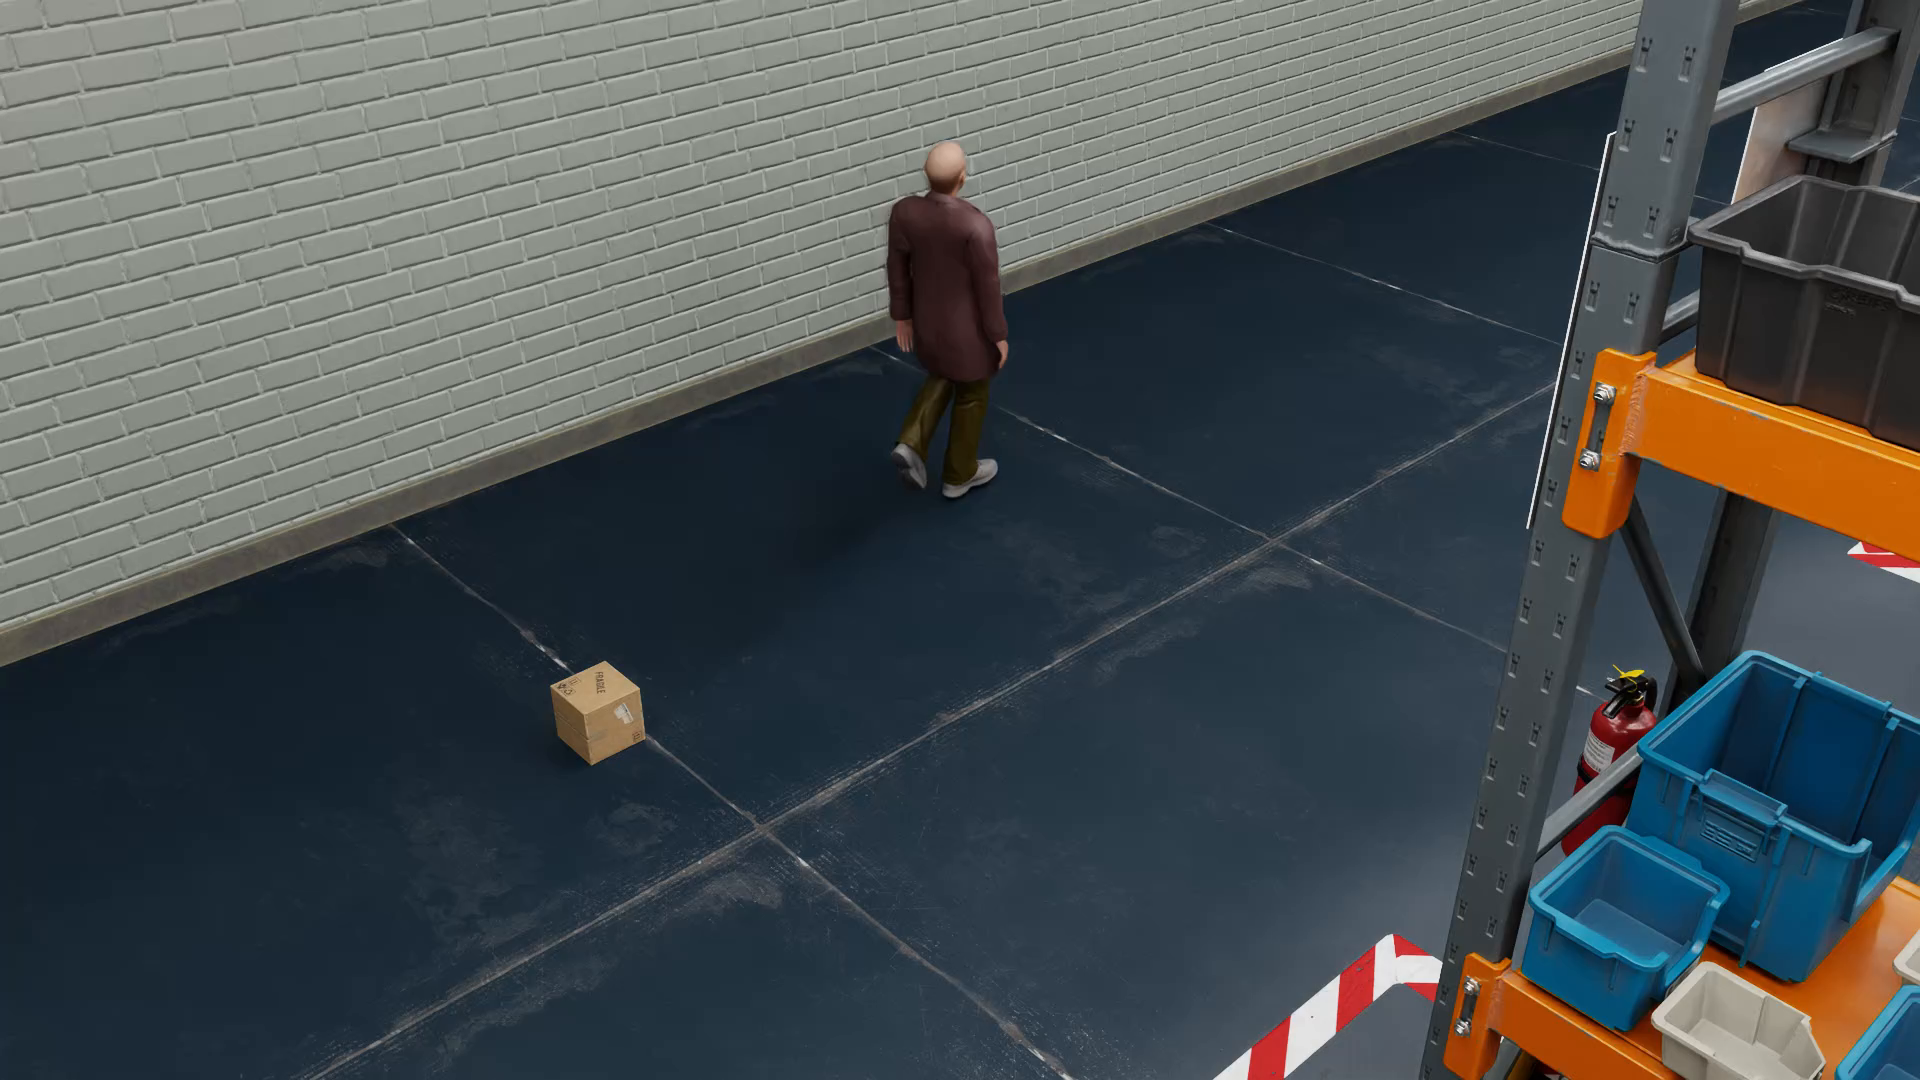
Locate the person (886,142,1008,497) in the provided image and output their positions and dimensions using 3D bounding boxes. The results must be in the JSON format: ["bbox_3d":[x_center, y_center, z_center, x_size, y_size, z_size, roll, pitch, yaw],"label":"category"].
[{"bbox_3d":[-0.051,-1.001,7.746,0.596,1.763,0.584,19,36,29],"label":"person"}]
